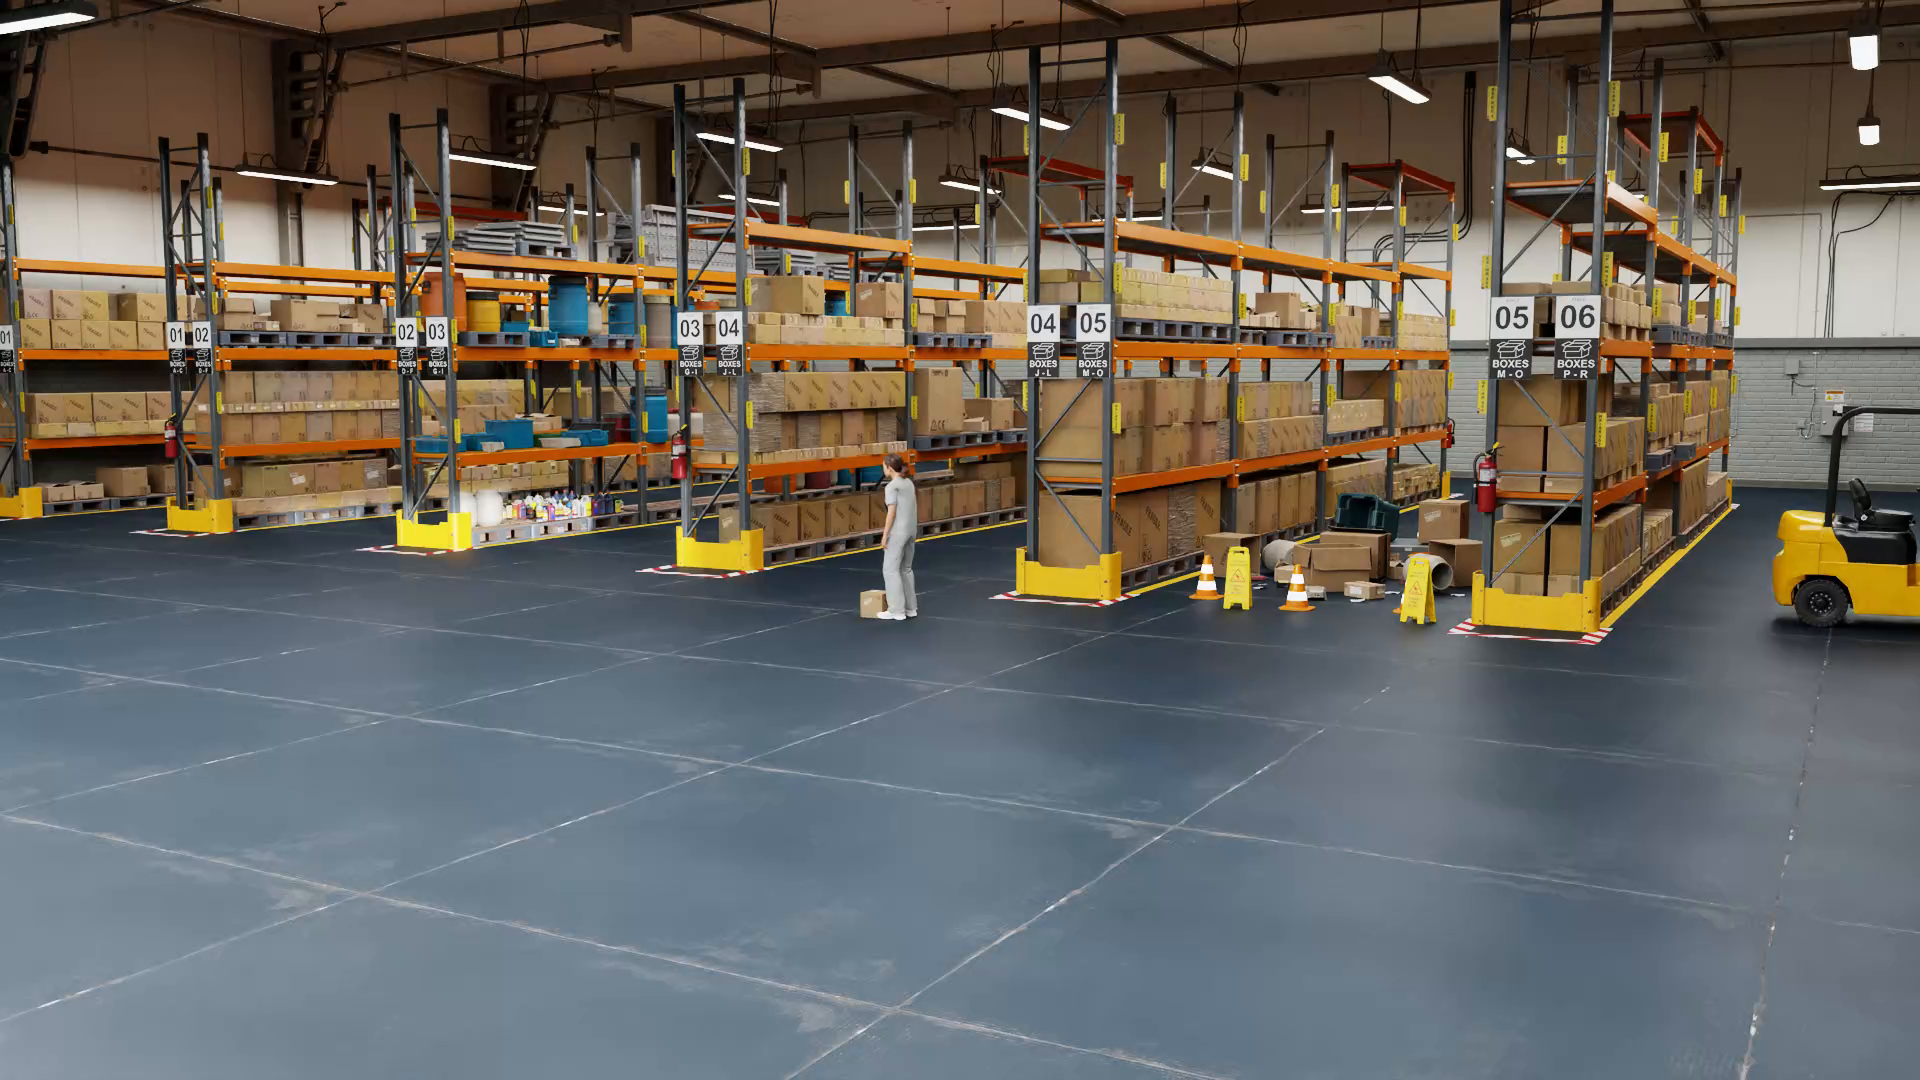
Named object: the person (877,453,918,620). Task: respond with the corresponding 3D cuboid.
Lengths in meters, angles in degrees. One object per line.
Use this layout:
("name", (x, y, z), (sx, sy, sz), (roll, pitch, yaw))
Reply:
("person", (-0.620, -0.044, 16.746), (0.357, 1.673, 0.486), (3, 7, 29))
